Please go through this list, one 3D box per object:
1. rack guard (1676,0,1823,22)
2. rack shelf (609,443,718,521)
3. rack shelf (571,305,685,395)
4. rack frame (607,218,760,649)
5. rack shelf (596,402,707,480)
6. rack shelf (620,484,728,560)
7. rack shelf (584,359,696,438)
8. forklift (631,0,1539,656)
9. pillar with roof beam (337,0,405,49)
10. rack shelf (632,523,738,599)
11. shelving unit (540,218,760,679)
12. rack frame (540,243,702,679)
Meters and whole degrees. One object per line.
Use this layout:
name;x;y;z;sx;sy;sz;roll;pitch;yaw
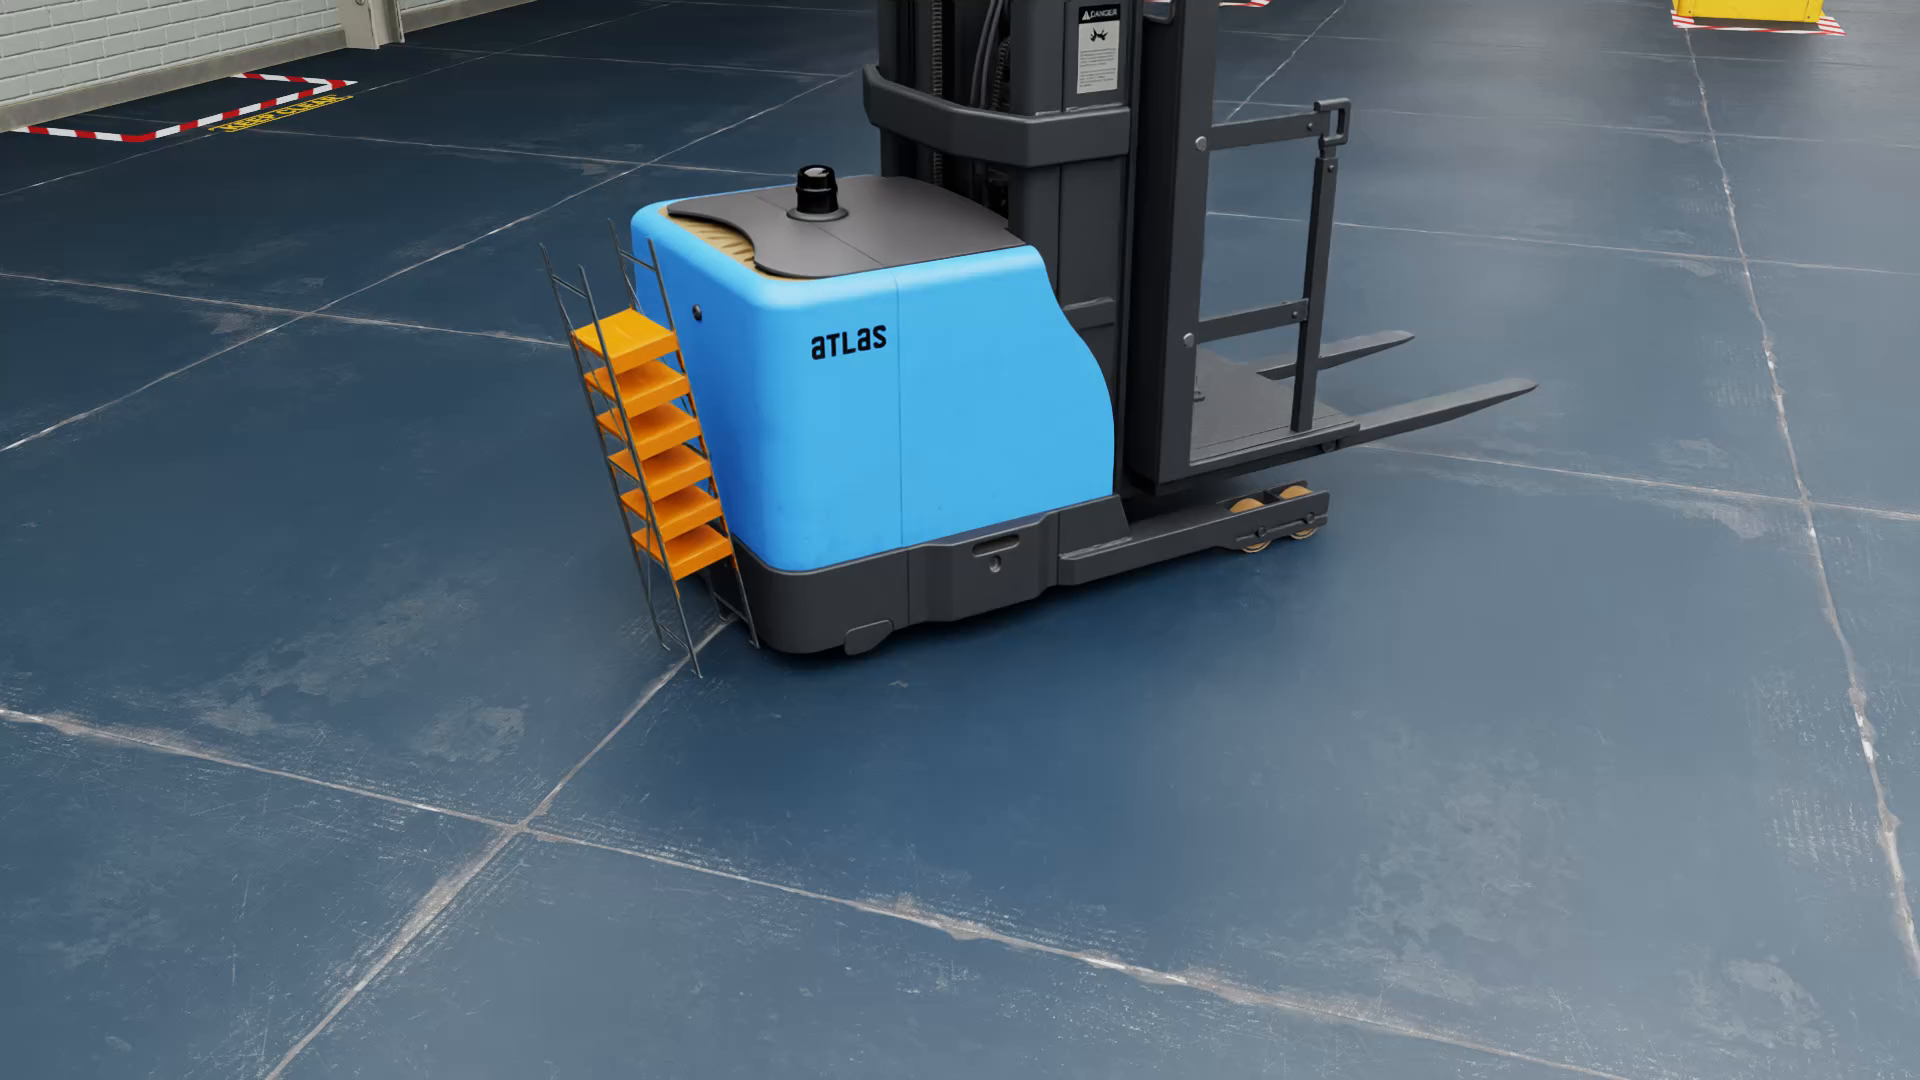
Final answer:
rack guard;7.096;-4.949;14.898;1.175;0.500;0.348;9;27;17
rack shelf;-0.776;-0.172;4.311;0.180;0.103;0.258;-27;36;-26
rack shelf;-0.829;-0.474;4.122;0.180;0.103;0.258;-27;36;-26
rack frame;-0.709;-0.247;4.328;0.006;1.200;0.240;-27;36;-26
rack shelf;-0.794;-0.272;4.248;0.180;0.103;0.258;-27;36;-26
rack shelf;-0.758;-0.071;4.374;0.180;0.103;0.258;-27;36;-26
rack shelf;-0.811;-0.373;4.185;0.180;0.103;0.258;-27;36;-26
forklift;0.574;-1.462;4.906;3.031;2.935;1.130;-14;29;-27
pillar with roof beam;-0.747;-7.496;10.406;9.100;9.000;0.400;9;27;17
rack shelf;-0.740;0.029;4.437;0.180;0.103;0.258;-27;36;-26
shelving unit;-0.782;-0.209;4.287;0.189;1.200;0.258;-27;36;-26
rack frame;-0.855;-0.171;4.247;0.006;1.200;0.240;-27;36;-26
